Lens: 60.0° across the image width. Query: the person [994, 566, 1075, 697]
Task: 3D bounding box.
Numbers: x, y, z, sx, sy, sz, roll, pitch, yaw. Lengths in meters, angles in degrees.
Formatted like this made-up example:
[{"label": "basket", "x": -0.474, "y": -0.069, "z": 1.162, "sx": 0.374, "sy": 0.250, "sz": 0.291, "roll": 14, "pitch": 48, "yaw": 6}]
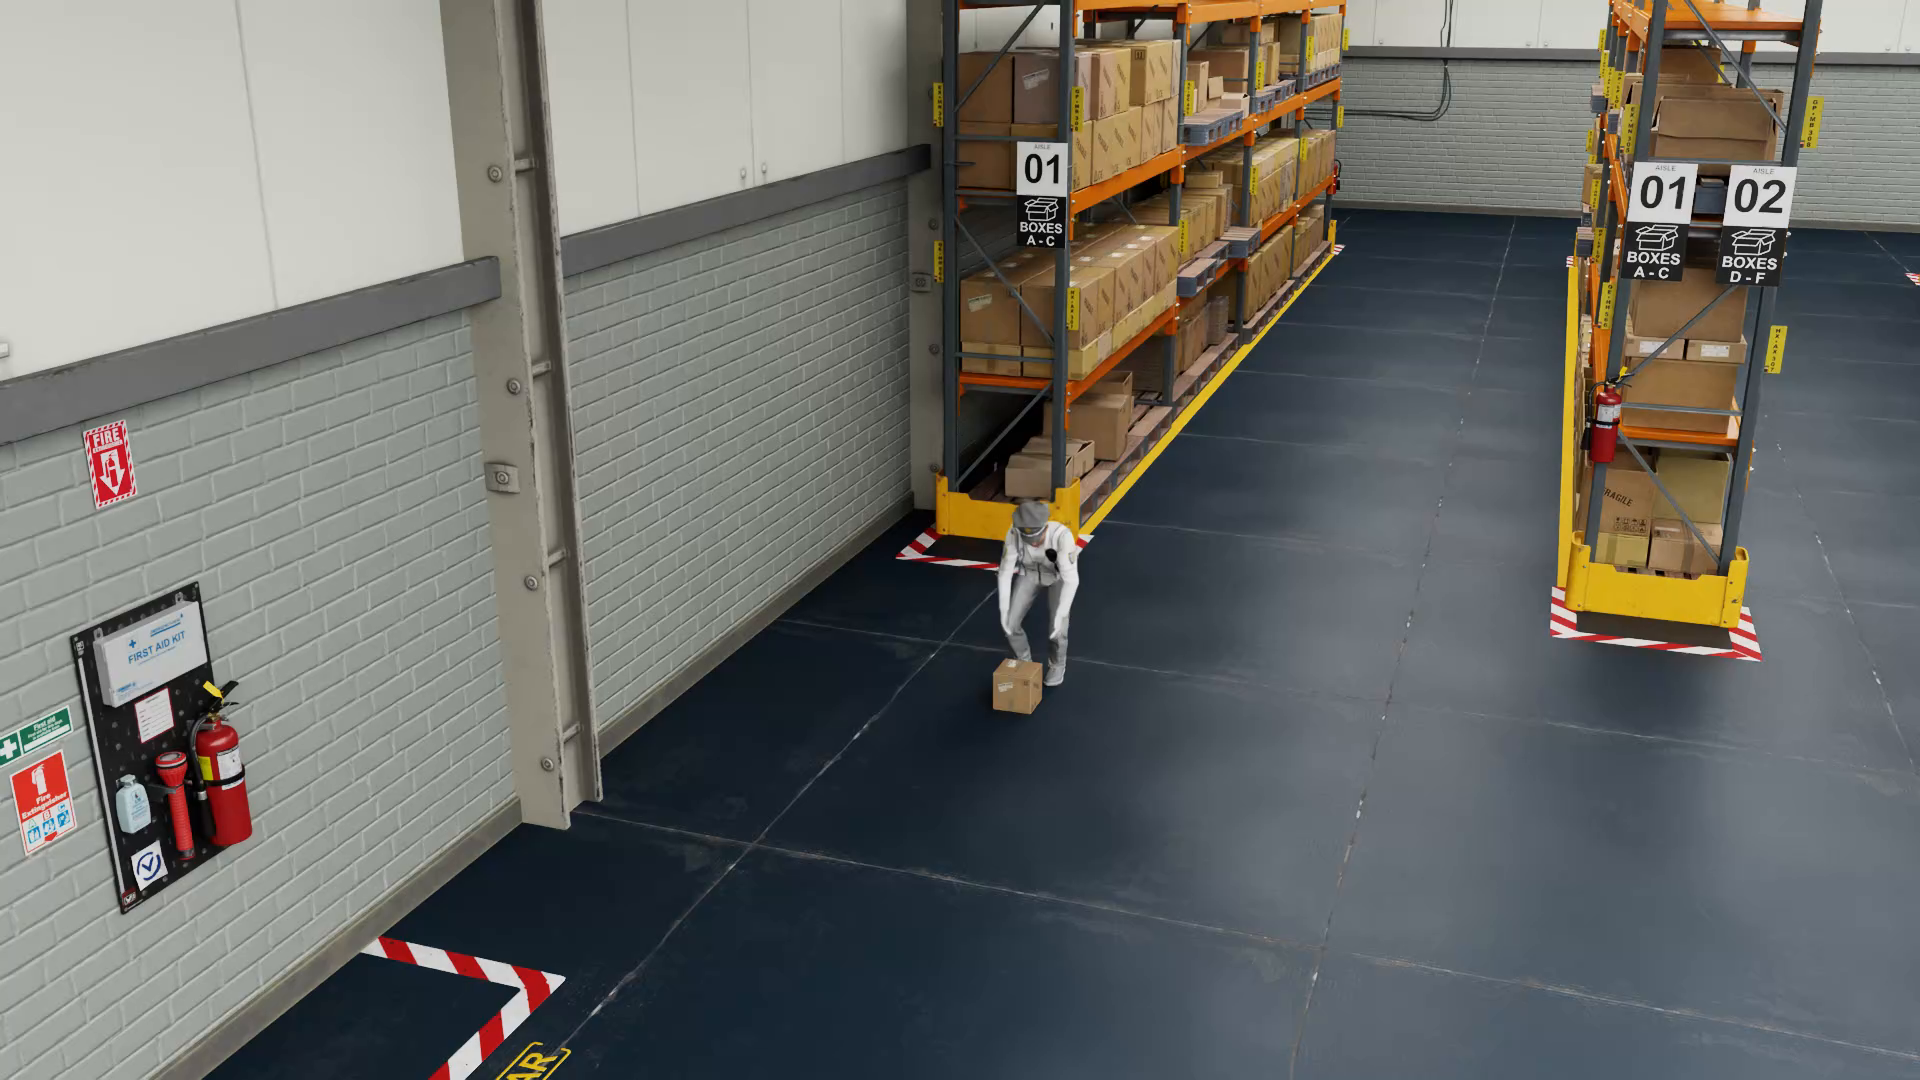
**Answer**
[{"label": "person", "x": 0.490, "y": 0.519, "z": 10.714, "sx": 0.489, "sy": 0.913, "sz": 0.854, "roll": 6, "pitch": 20, "yaw": 18}]
